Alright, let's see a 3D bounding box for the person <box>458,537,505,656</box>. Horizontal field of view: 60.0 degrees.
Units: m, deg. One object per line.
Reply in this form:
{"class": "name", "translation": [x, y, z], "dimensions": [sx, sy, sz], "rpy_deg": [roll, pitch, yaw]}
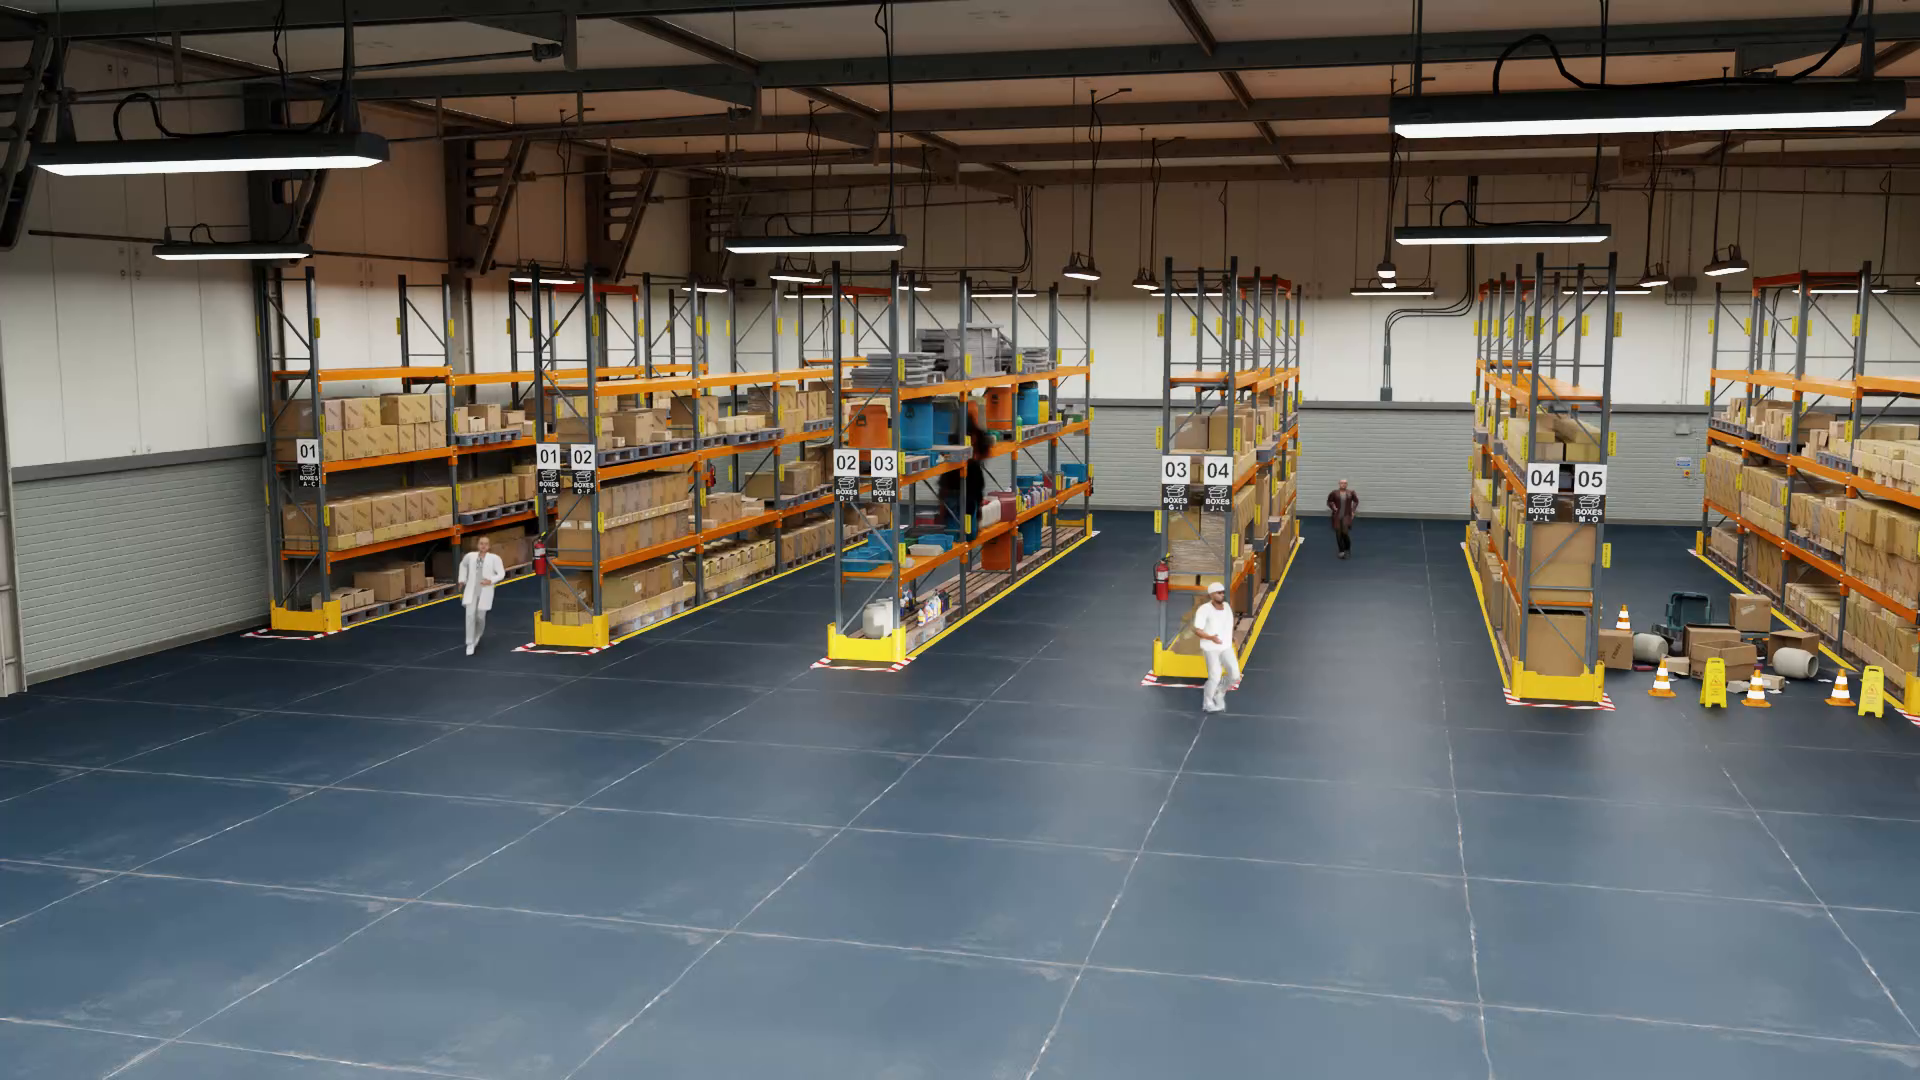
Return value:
{"class": "person", "translation": [-7.465, 0.843, 25.917], "dimensions": [0.730, 1.770, 0.974], "rpy_deg": [-1, 7, -9]}

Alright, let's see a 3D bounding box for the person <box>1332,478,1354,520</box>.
{"class": "person", "translation": [8.310, -0.884, 36.156], "dimensions": [0.637, 0.903, 0.649], "rpy_deg": [2, 8, 16]}

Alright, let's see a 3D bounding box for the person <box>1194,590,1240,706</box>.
{"class": "person", "translation": [3.369, 1.395, 21.587], "dimensions": [0.673, 1.615, 0.621], "rpy_deg": [-4, 8, -27]}
